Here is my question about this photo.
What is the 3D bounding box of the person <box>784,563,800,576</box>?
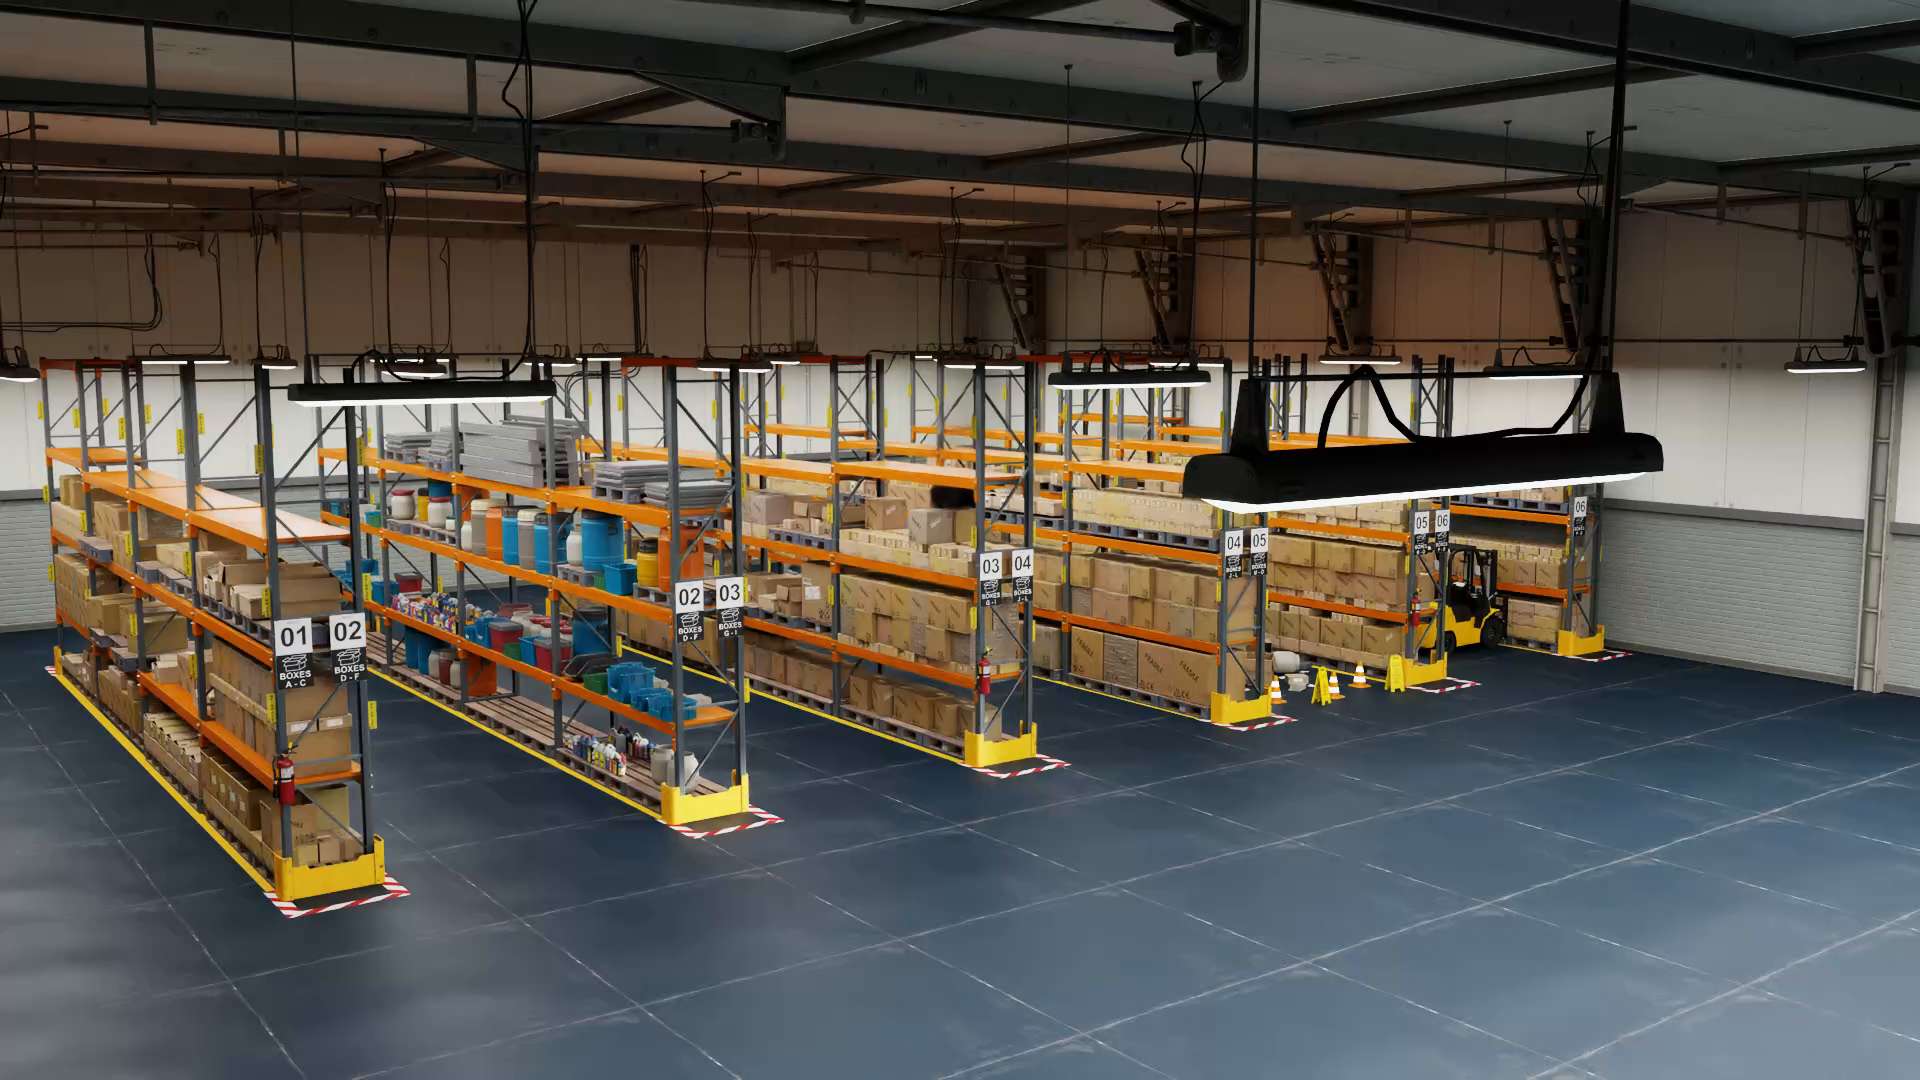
[{"bbox_3d":[-4.363,0.385,42.316,0.782,1.740,0.674,-6,9,-40],"label":"person"}]
